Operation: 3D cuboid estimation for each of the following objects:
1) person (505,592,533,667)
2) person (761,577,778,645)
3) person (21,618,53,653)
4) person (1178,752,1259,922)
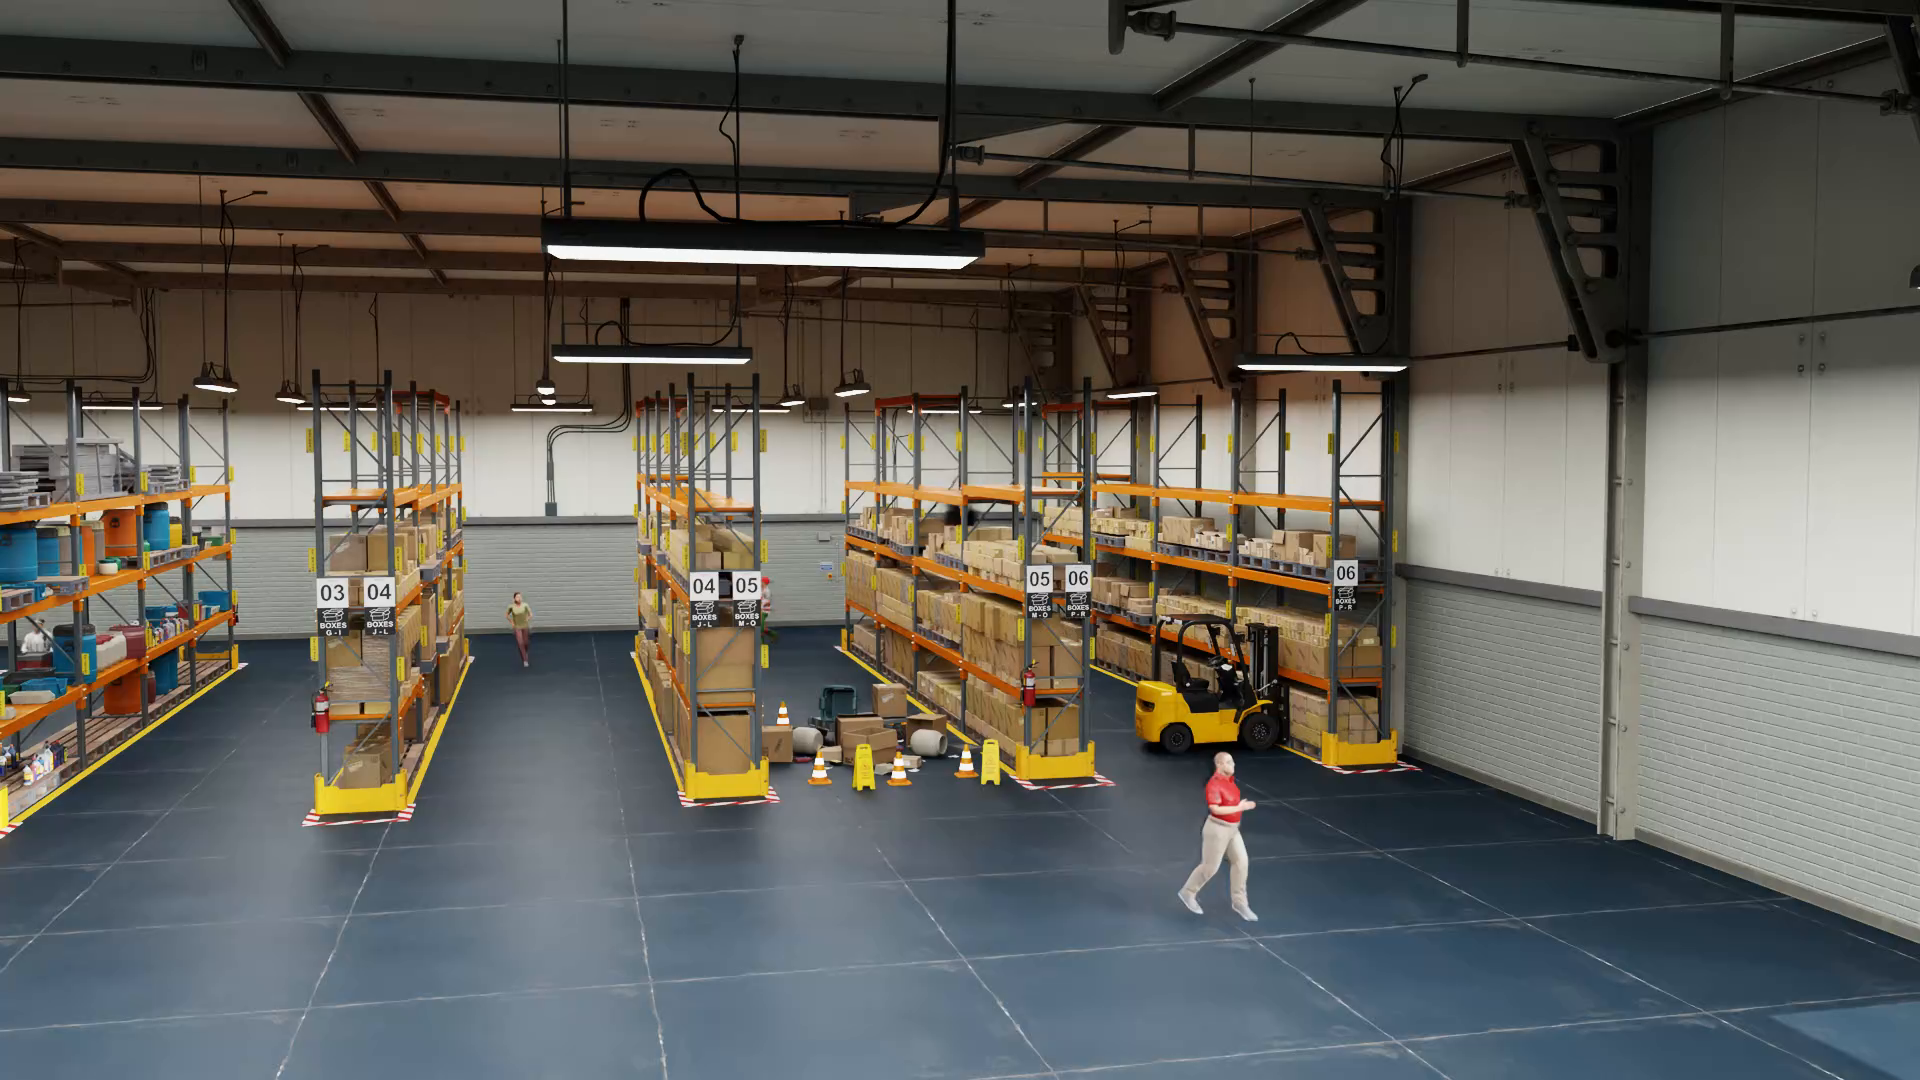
[{"bbox_3d":[-9.979,2.008,37.667,0.591,1.668,0.839,-1,4,-24],"label":"person"},{"bbox_3d":[-4.799,1.771,40.927,0.623,1.738,0.655,-1,3,-14],"label":"person"},{"bbox_3d":[-17.815,2.328,32.181,0.617,1.671,0.661,-1,4,-22],"label":"person"},{"bbox_3d":[2.721,3.121,17.542,0.848,1.792,0.645,2,4,34],"label":"person"}]
